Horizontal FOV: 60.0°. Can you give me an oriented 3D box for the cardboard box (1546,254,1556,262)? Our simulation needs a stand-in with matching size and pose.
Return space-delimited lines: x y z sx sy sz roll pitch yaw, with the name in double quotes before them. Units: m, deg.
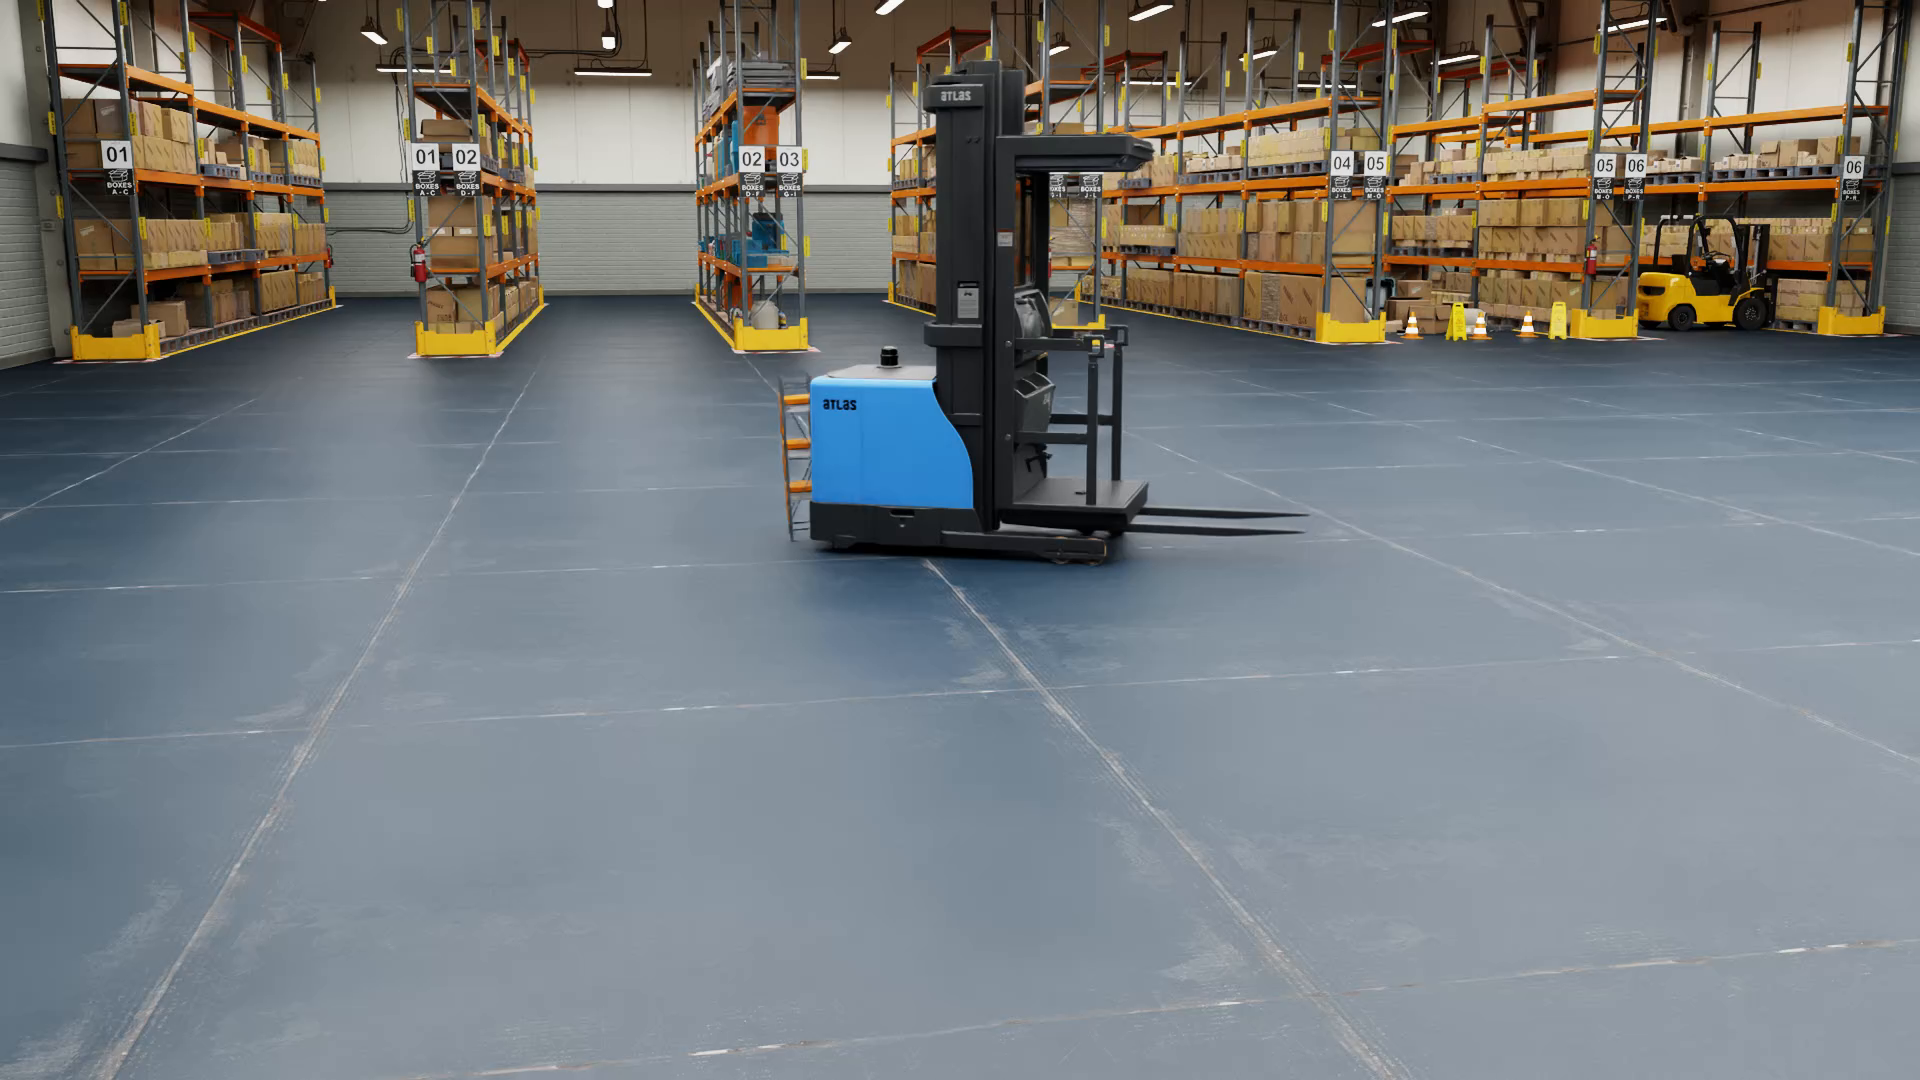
"cardboard box" 11.021 -5.182 30.572 0.380 0.149 0.250 -2 11 -10

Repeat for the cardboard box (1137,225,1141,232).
"cardboard box" 4.279 -7.160 38.248 0.380 0.149 0.250 -2 11 -9

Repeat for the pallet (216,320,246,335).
"pallet" -13.898 -3.938 30.823 1.003 0.211 1.213 -2 11 -11

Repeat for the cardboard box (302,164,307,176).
"cardboard box" -15.128 -8.388 37.731 0.500 0.250 0.500 -2 11 -13

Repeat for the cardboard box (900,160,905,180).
"cardboard box" -1.117 -9.260 41.643 0.700 0.500 0.500 -3 11 -13

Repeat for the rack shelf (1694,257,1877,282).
"rack shelf" 16.050 -5.303 32.459 1.077 0.370 4.000 -2 11 -11

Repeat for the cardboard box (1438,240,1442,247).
"cardboard box" 10.237 -6.197 34.780 0.380 0.149 0.250 -2 11 -11

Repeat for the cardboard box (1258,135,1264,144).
"cardboard box" 5.794 -7.468 31.039 0.380 0.149 0.250 -2 11 -12

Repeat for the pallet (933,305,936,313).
"pallet" -0.020 -5.216 37.536 1.003 0.211 1.213 -2 11 -11

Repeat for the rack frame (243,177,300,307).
"rack frame" -15.061 -6.408 36.344 1.000 3.000 0.127 -2 11 -11

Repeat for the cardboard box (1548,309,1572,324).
"cardboard box" 11.145 -4.107 30.481 0.500 0.250 0.500 -2 11 -11

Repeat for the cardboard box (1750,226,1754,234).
"cardboard box" 15.685 -6.087 32.653 0.380 0.149 0.250 -2 11 -13

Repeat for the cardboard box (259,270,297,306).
"cardboard box" -14.807 -5.444 35.904 0.750 0.750 0.750 -2 11 -10

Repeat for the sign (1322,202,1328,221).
"sign" 6.200 -5.578 28.249 0.100 0.325 0.005 -2 11 -11

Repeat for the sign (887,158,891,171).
"sign" -1.808 -9.605 42.567 0.100 0.325 0.005 -2 11 -11

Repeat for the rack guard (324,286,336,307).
"rack guard" -15.843 -5.919 40.455 1.175 0.500 0.348 -2 11 -11

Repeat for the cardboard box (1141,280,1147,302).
"cardboard box" 4.504 -5.751 38.453 0.500 0.500 0.500 -2 11 -10

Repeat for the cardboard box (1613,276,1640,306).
"cardboard box" 15.125 -5.562 37.125 0.875 0.625 0.625 -2 11 -9

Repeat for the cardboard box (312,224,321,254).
"cardboard box" -15.577 -7.063 38.981 0.980 0.700 0.700 -2 11 -11

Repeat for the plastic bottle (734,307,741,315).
"plastic bottle" -3.881 -3.906 29.106 0.144 0.351 0.185 -2 11 -9

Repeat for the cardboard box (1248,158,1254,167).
"cardboard box" 5.694 -7.170 31.603 0.380 0.149 0.250 -2 11 -12

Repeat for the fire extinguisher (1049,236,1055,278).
"fire extinguisher" 1.420 -4.672 27.428 0.296 0.674 0.183 -2 11 -11

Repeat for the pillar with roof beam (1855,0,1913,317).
"pillar with roof beam" 12.964 -8.241 29.925 9.100 9.000 0.548 -2 11 -11

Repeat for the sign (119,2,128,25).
"sign" -12.194 -7.672 24.228 0.100 0.325 0.005 -2 11 -11

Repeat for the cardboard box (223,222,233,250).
"cardboard box" -13.917 -5.627 30.791 0.700 0.500 0.500 -2 11 -11

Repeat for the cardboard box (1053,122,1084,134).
"cardboard box" 1.826 -6.944 28.737 0.500 0.500 0.500 -2 11 -11

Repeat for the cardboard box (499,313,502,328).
"cardboard box" -8.254 -3.808 28.914 0.500 0.250 0.500 -2 11 -11

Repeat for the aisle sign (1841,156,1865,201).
"aisle sign" 16.163 -6.544 30.102 0.394 0.787 0.004 -2 11 -11

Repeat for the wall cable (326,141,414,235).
"wall cable" -16.588 -9.614 45.446 3.097 2.526 0.112 -2 11 -11

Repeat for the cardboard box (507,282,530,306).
"cardboard box" -9.737 -5.406 36.587 0.500 0.500 0.500 -2 11 -11

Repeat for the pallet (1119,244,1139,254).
"pallet" 4.407 -6.871 39.287 1.003 0.211 1.213 -2 11 -11

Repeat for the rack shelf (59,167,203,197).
"rack shelf" -13.116 -5.695 26.494 1.077 0.370 4.000 -2 11 -11

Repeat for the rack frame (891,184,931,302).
"rack frame" -1.262 -7.682 43.037 1.000 3.000 0.127 -2 11 -11

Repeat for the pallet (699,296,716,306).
"pallet" -5.998 -5.980 41.549 1.003 0.211 1.213 -2 11 -11

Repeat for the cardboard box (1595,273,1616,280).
"cardboard box" 15.087 -6.161 38.870 0.380 0.149 0.250 -2 11 -8

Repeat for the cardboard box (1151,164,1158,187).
"cardboard box" 4.615 -8.178 37.352 0.500 0.500 0.500 -2 11 -11

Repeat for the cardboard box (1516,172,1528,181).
"cardboard box" 10.777 -6.886 31.504 0.380 0.149 0.250 -2 11 -12

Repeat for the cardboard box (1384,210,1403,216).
"cardboard box" 9.657 -7.201 37.567 0.500 0.500 0.500 -2 11 -13

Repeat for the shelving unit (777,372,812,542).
"shelving unit" -1.029 -0.535 10.674 0.215 1.050 0.252 -5 11 -9

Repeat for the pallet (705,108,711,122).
"pallet" -4.675 -8.826 34.577 1.213 0.211 1.003 -2 11 -11

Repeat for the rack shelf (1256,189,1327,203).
"rack shelf" 8.847 -8.796 42.790 1.077 0.370 4.000 -2 11 -11

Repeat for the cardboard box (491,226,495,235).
"cardboard box" -8.337 -5.402 29.055 0.380 0.149 0.250 -2 11 -12

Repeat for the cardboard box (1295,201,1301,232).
"cardboard box" 6.527 -5.789 29.798 0.875 0.550 0.550 -2 11 -11

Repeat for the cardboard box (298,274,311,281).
"cardboard box" -15.095 -6.011 38.085 0.380 0.149 0.250 -2 11 -13

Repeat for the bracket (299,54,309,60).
"bracket" -17.291 -12.737 43.919 0.076 0.066 3.189 -2 11 -11

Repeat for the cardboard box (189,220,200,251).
"cardboard box" -13.007 -5.079 27.700 0.500 0.500 0.500 -2 11 -11

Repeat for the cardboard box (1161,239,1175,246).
"cardboard box" 4.632 -6.534 36.550 0.380 0.149 0.250 -2 11 -10

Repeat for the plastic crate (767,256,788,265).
"plastic crate" -3.222 -4.883 29.036 0.530 0.136 0.437 -2 11 -11

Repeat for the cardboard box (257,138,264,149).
"cardboard box" -15.018 -8.349 35.069 0.500 0.250 0.500 -1 11 -7

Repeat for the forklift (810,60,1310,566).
"forklift" 0.639 -1.396 10.191 3.031 2.935 1.130 3 11 14

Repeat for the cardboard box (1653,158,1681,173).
"cardboard box" 15.131 -7.973 35.389 0.500 0.311 0.500 -3 11 -13

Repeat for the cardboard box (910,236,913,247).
"cardboard box" -0.931 -7.188 40.042 0.500 0.250 0.500 -2 11 -9

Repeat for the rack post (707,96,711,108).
"rack post" -4.746 -9.076 34.518 0.954 0.300 0.937 -2 11 -11
